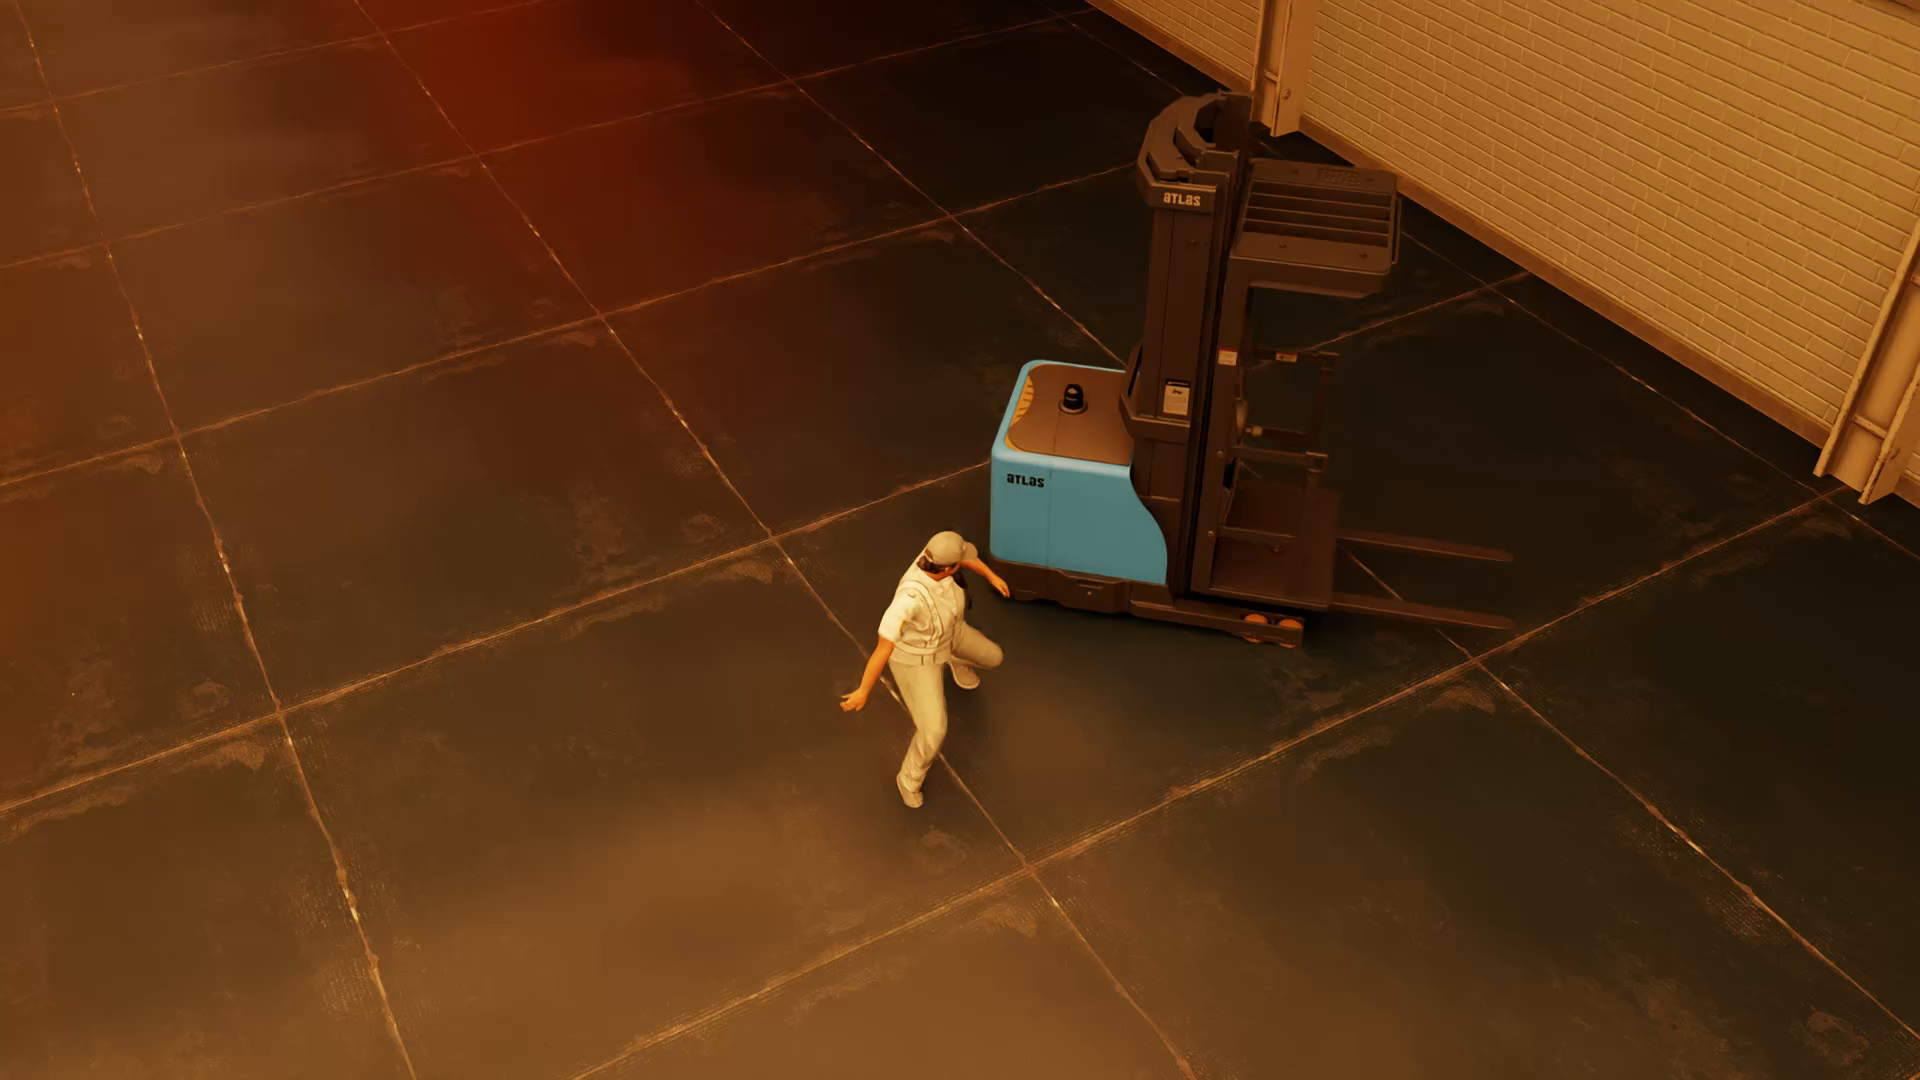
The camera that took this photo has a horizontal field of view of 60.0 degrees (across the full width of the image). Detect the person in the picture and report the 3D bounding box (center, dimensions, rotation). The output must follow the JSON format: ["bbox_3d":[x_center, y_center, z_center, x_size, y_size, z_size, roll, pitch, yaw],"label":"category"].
[{"bbox_3d":[-0.154,0.574,8.523,0.507,1.575,1.127,22,45,25],"label":"person"}]

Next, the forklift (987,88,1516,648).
[{"bbox_3d":[1.734,-0.882,9.100,3.031,2.935,1.130,9,40,10],"label":"forklift"}]
